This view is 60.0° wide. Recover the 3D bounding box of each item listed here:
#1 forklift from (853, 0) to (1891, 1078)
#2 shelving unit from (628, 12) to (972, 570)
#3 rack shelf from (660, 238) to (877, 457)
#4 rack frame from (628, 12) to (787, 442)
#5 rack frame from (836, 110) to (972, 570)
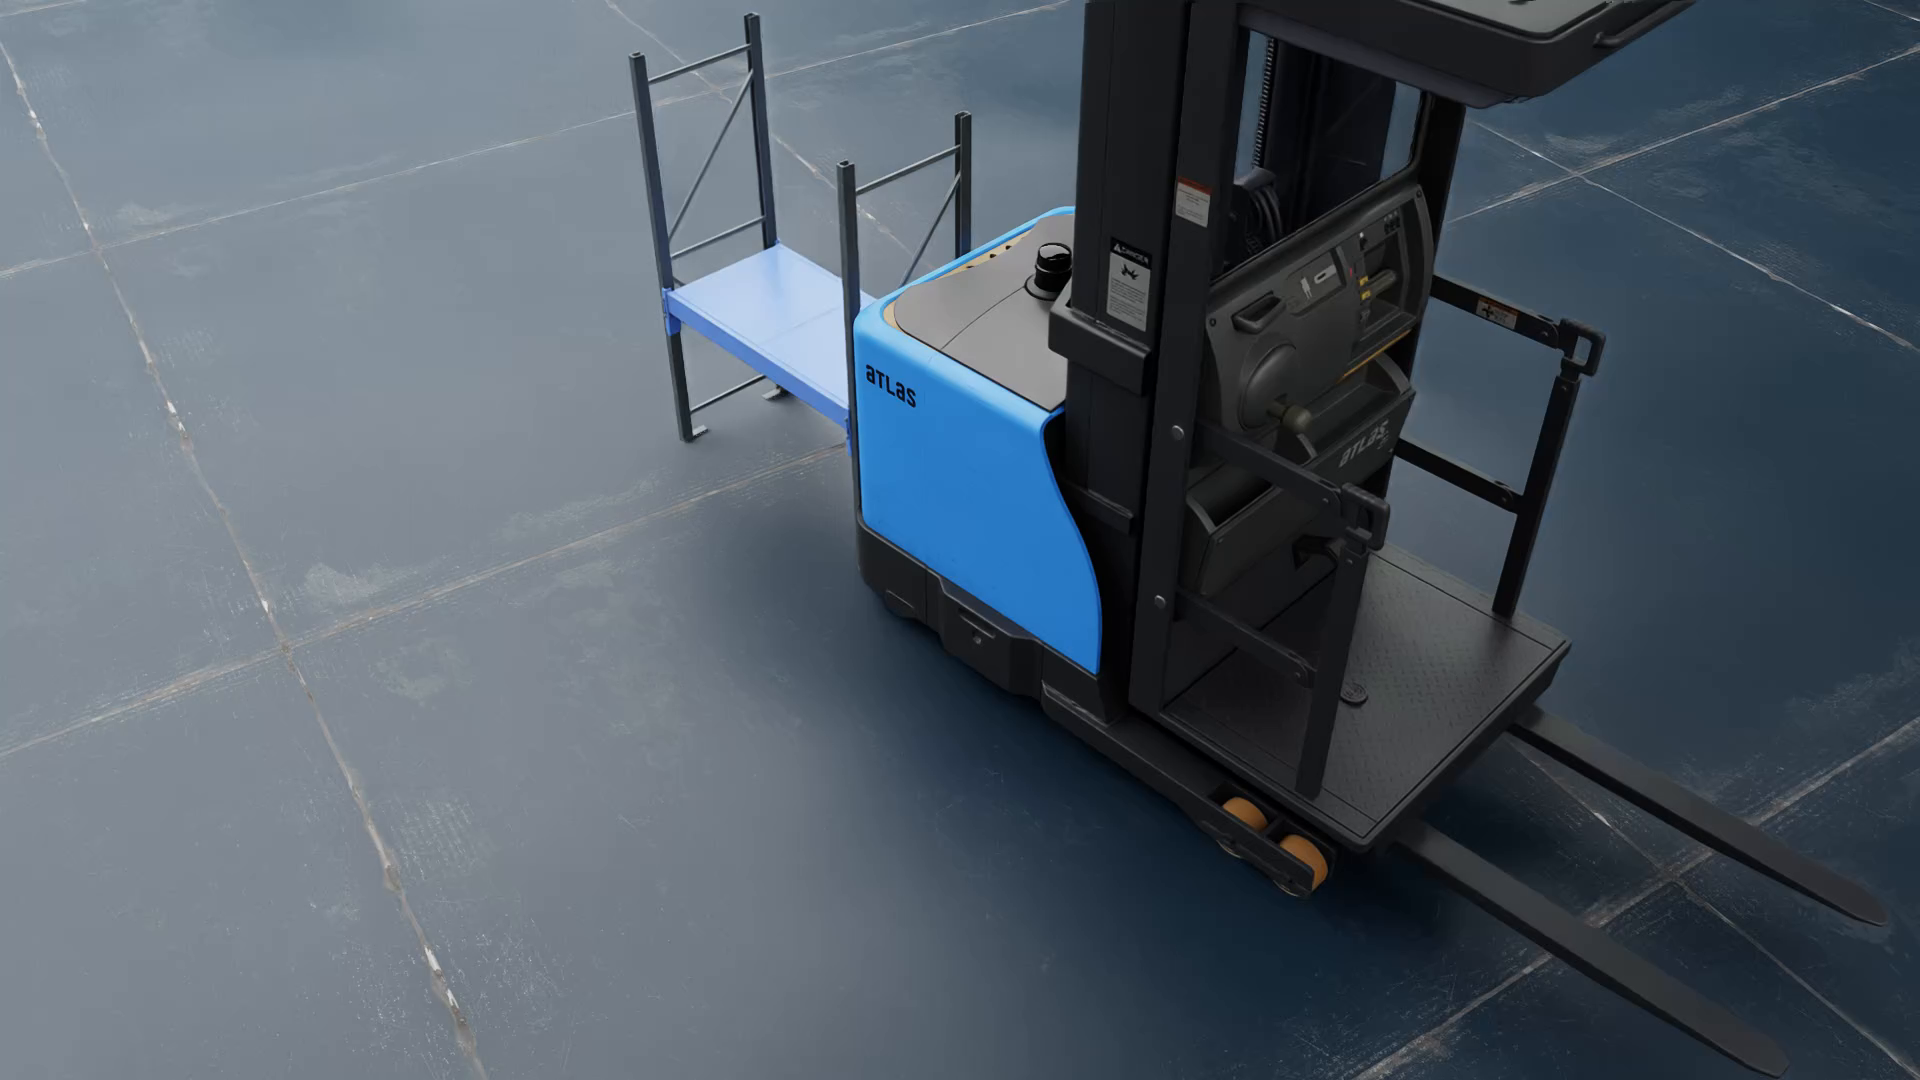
[{"bbox_3d":[1.073,-0.527,4.093,3.031,2.935,1.130,32,49,33],"label":"forklift"},{"bbox_3d":[-0.506,-0.820,5.563,0.538,1.500,1.048,-31,49,-32],"label":"shelving unit"},{"bbox_3d":[-0.506,-0.682,5.678,0.538,0.185,1.000,-31,49,-32],"label":"rack shelf"},{"bbox_3d":[-0.855,-1.057,5.847,0.500,1.500,0.032,-31,49,-32],"label":"rack frame"},{"bbox_3d":[-0.157,-0.583,5.279,0.500,1.500,0.032,-31,49,-32],"label":"rack frame"}]
